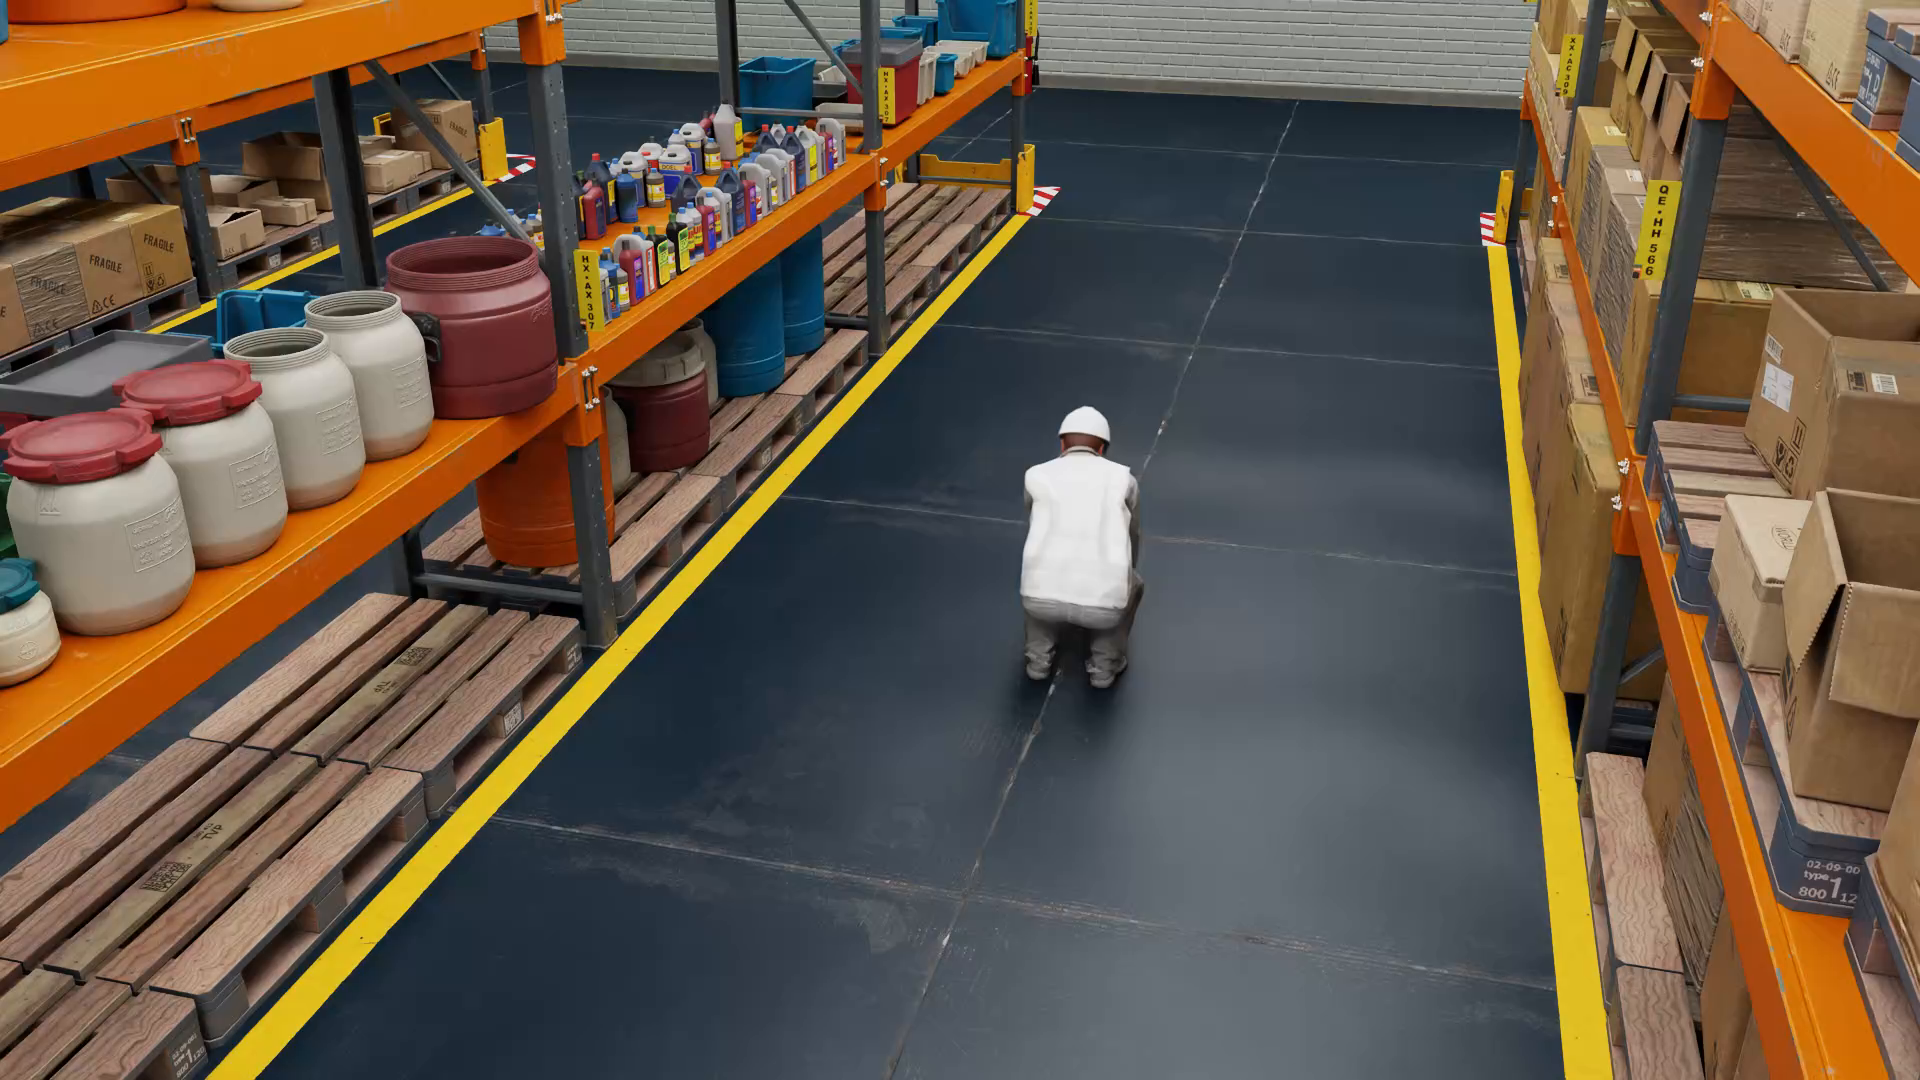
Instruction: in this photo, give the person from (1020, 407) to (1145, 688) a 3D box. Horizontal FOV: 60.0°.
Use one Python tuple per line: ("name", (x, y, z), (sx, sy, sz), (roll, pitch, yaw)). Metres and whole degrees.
("person", (0.507, 0.031, 6.930), (0.523, 1.007, 0.883), (6, 26, 12))
